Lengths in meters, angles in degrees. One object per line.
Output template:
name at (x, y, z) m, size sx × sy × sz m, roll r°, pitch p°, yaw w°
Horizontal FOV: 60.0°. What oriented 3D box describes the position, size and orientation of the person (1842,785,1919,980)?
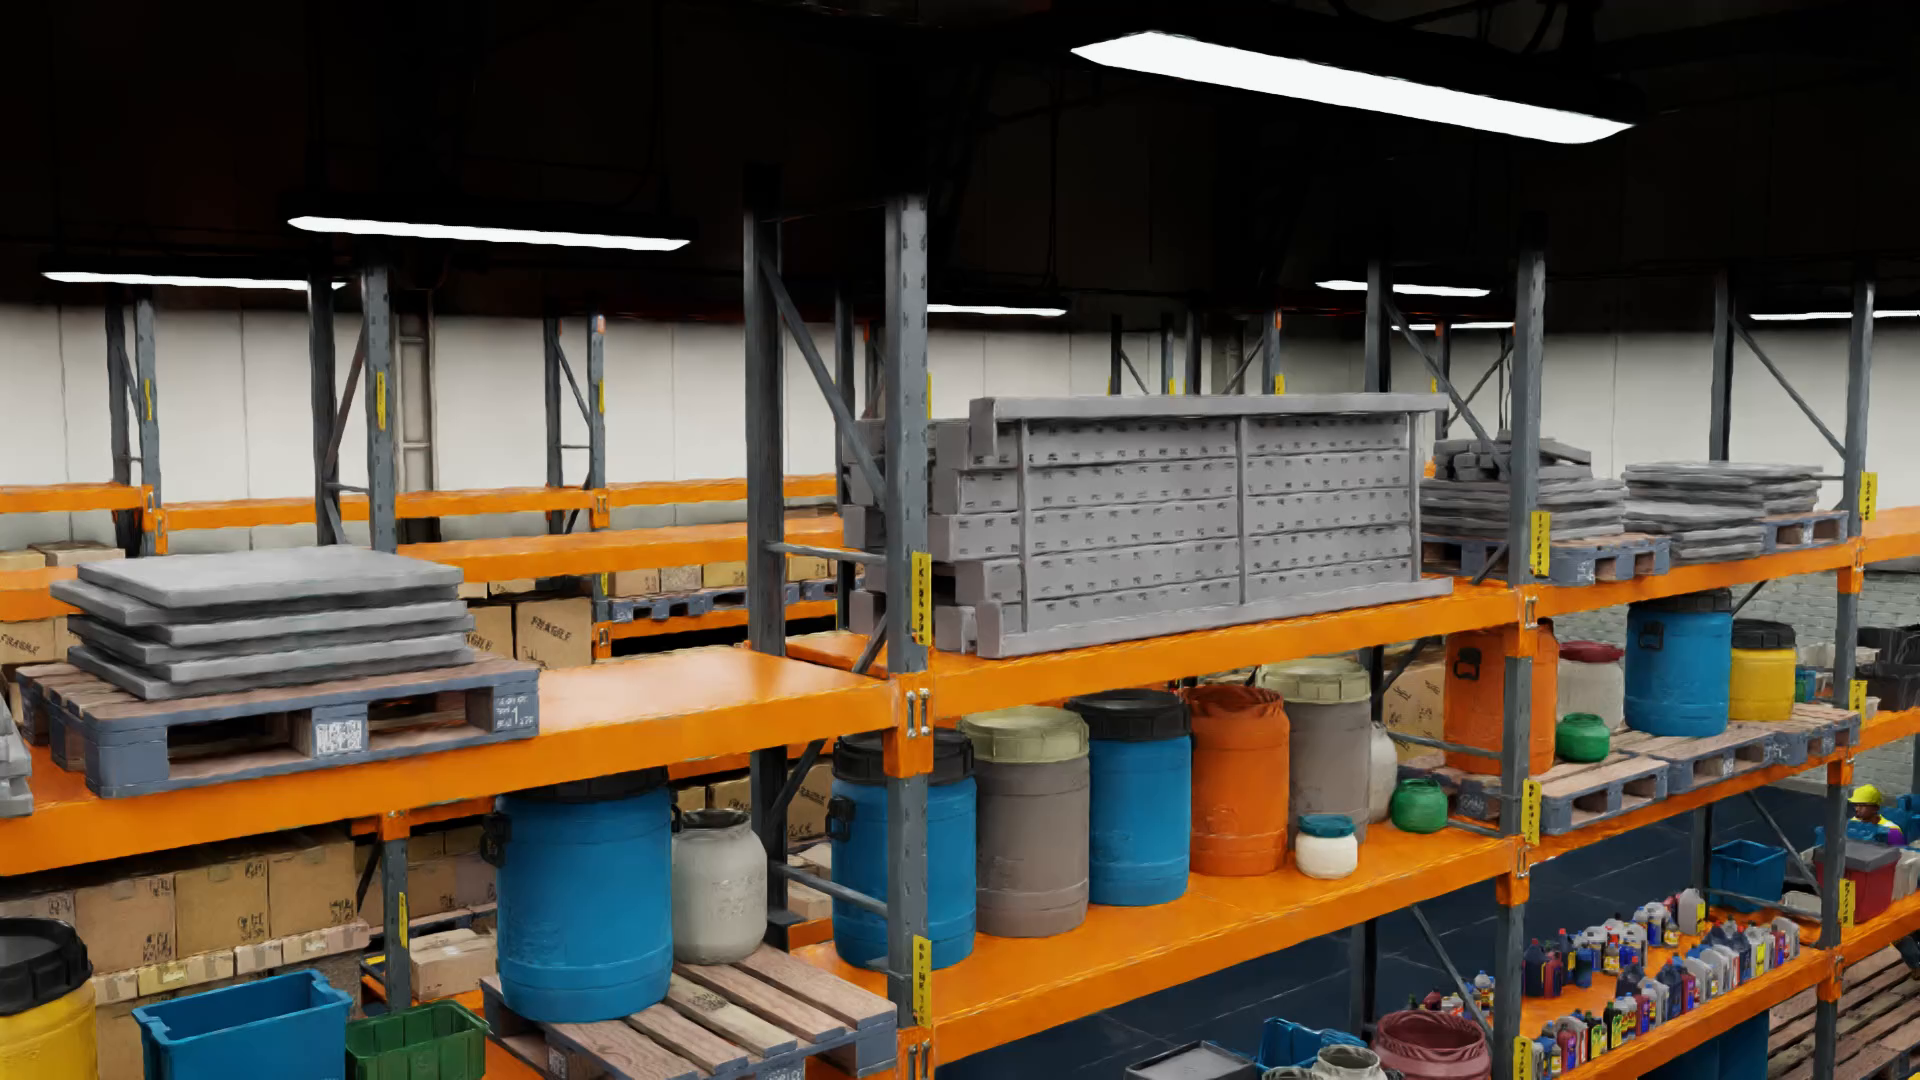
person at (7.597, 2.889, 13.821) m, size 0.977 × 1.734 × 0.615 m, roll -2°, pitch 6°, yaw -18°
